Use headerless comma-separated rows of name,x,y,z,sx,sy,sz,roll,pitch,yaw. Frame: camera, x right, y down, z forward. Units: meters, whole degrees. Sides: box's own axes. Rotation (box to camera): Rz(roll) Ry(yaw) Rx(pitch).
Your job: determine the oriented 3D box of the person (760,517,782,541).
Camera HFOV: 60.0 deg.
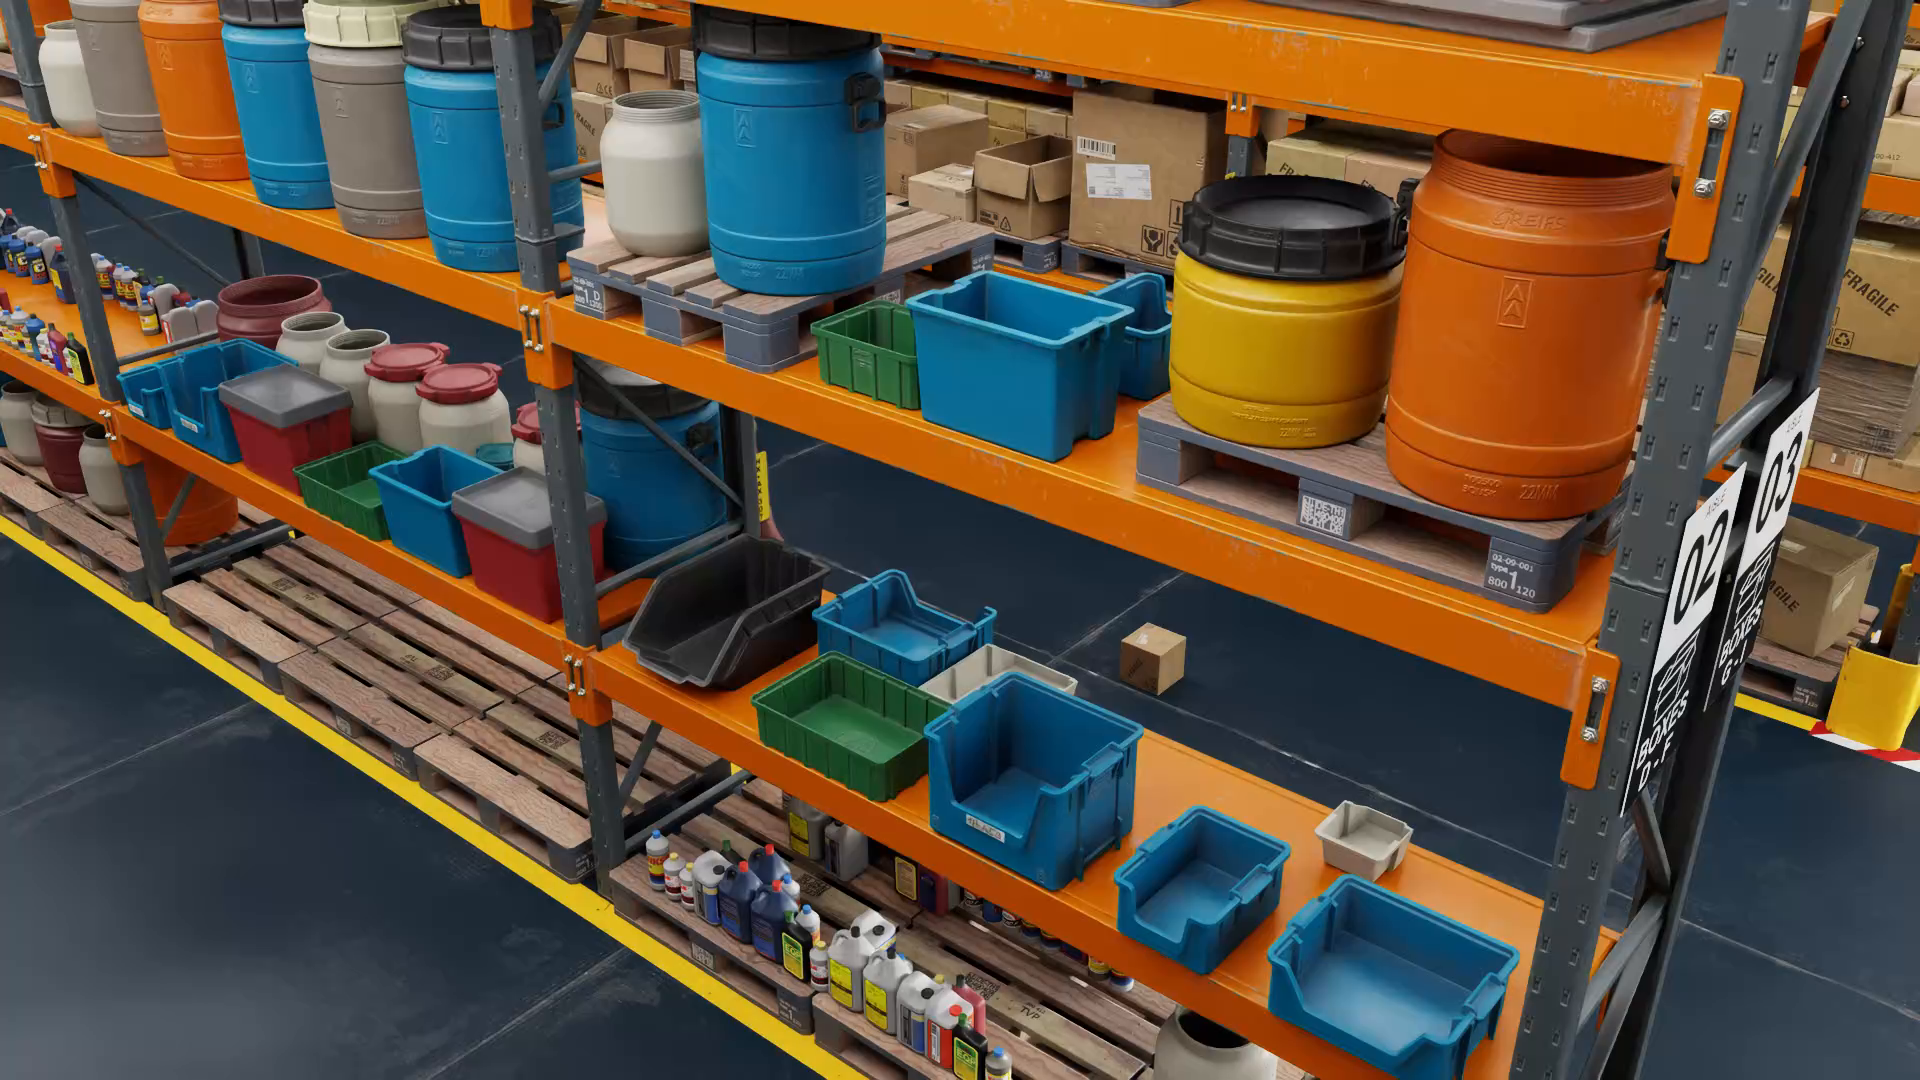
person,-1.498,-0.610,9.786,1.037,1.611,0.461,13,30,23
